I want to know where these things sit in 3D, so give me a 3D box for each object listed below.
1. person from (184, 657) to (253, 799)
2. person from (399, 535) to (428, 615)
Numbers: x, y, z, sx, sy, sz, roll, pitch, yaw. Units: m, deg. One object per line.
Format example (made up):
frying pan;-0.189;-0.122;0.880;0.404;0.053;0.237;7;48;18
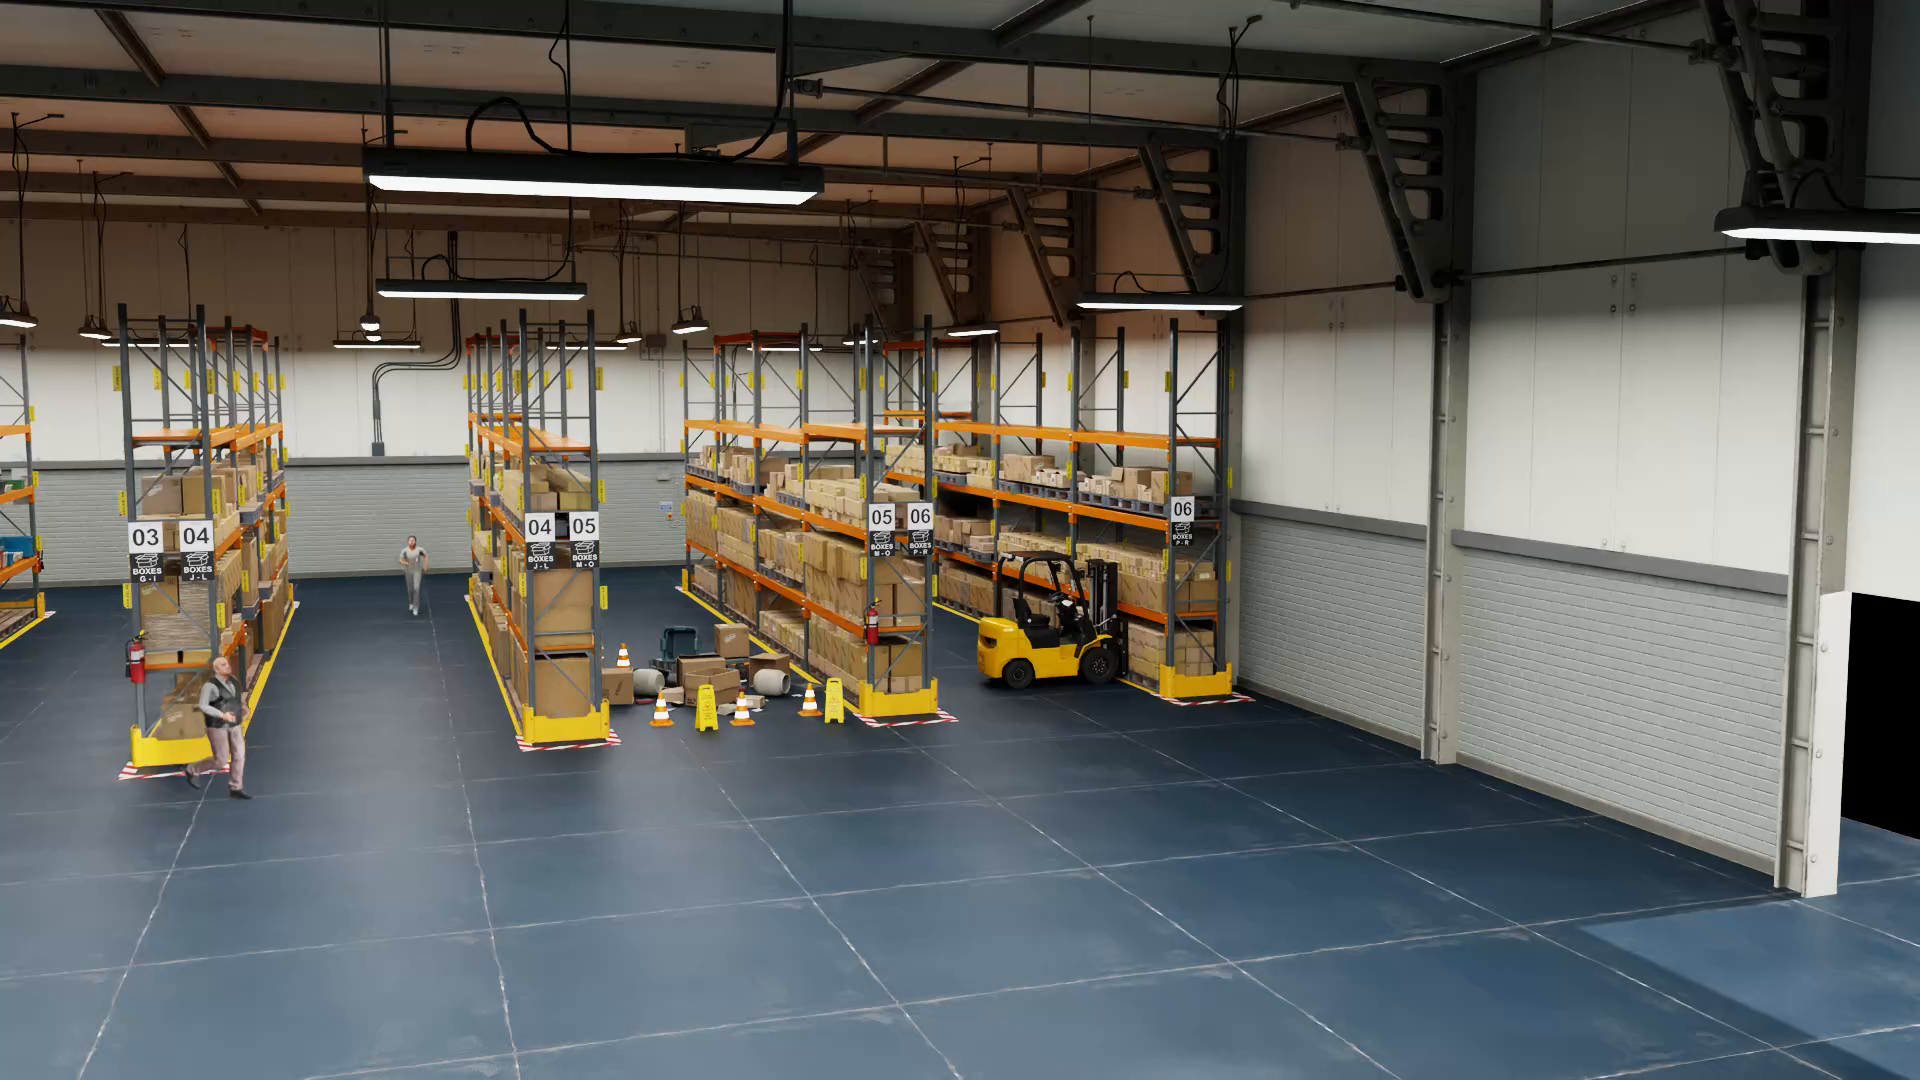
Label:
person;-8.931;2.265;20.099;0.830;1.717;0.670;2;6;19
person;-11.864;0.745;36.110;0.583;1.711;0.836;-1;6;-12
